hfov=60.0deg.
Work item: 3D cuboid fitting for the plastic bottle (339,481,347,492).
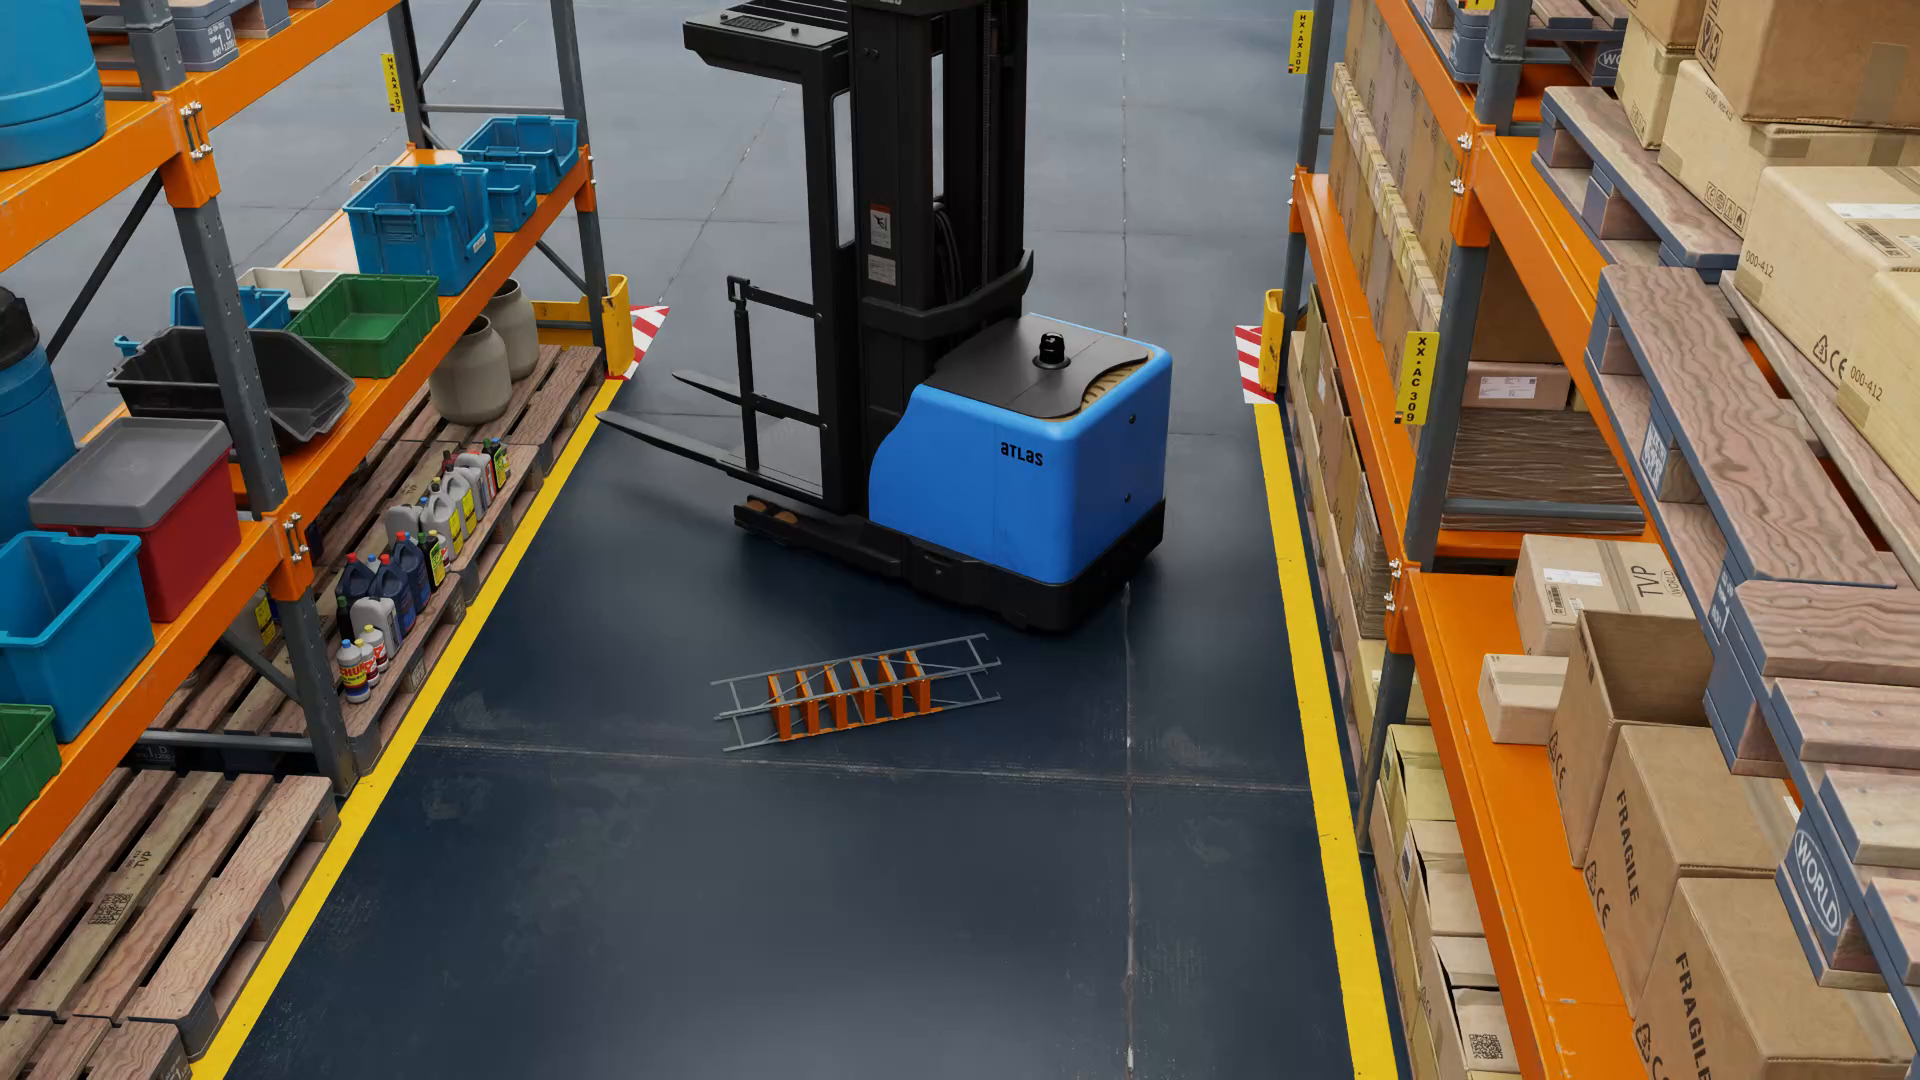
[{"bbox_3d":[-3.090,-0.375,8.169,0.061,0.283,0.133,3,32,5],"label":"plastic bottle"}]

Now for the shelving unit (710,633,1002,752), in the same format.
[{"bbox_3d":[-0.432,0.639,7.027,1.200,0.189,0.258,-9,33,-14],"label":"shelving unit"}]

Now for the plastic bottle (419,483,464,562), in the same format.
[{"bbox_3d":[-2.392,-0.090,7.642,0.144,0.351,0.185,2,32,4],"label":"plastic bottle"}]

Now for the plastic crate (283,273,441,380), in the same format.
[{"bbox_3d":[-2.529,-0.912,7.073,0.450,0.188,0.662,2,32,4],"label":"plastic crate"}]

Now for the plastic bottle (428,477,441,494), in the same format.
[{"bbox_3d":[-2.493,-0.206,7.973,0.097,0.201,0.097,0,32,0],"label":"plastic bottle"}]

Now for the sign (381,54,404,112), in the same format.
[{"bbox_3d":[-3.143,-2.540,9.249,0.100,0.325,0.005,2,32,4],"label":"sign"}]

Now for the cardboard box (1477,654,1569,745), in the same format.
[{"bbox_3d":[1.740,0.470,4.867,0.380,0.149,0.250,2,32,4],"label":"cardboard box"}]

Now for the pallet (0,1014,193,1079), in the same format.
[{"bbox_3d":[-3.043,1.934,4.910,1.003,0.211,1.213,2,32,4],"label":"pallet"}]

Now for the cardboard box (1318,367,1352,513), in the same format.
[{"bbox_3d":[1.951,-0.455,7.635,0.500,0.500,0.500,2,32,4],"label":"cardboard box"}]

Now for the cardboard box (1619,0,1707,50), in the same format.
[{"bbox_3d":[1.926,-1.481,3.964,0.500,0.500,0.500,3,32,5],"label":"cardboard box"}]

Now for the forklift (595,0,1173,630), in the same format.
[{"bbox_3d":[-0.518,-1.430,7.776,3.031,2.935,1.130,19,37,28],"label":"forklift"}]

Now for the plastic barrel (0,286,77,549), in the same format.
[{"bbox_3d":[-3.255,-0.329,5.447,0.600,0.901,0.708,2,32,4],"label":"plastic barrel"}]

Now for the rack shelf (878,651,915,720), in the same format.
[{"bbox_3d":[-0.274,0.613,7.067,0.103,0.180,0.258,-9,33,-14],"label":"rack shelf"}]

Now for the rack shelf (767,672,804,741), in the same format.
[{"bbox_3d":[-0.734,0.688,6.950,0.103,0.180,0.258,-9,33,-14],"label":"rack shelf"}]

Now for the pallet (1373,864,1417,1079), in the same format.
[{"bbox_3d":[1.994,1.483,5.643,1.003,0.211,1.213,2,32,4],"label":"pallet"}]

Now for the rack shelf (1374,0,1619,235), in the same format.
[{"bbox_3d":[2.178,-2.108,6.638,1.077,0.370,4.000,2,32,4],"label":"rack shelf"}]

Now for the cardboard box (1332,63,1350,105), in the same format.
[{"bbox_3d":[2.095,-2.306,8.418,0.380,0.149,0.250,2,32,4],"label":"cardboard box"}]

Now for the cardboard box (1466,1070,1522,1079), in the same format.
[{"bbox_3d":[1.610,1.671,4.365,0.500,0.311,0.500,3,32,5],"label":"cardboard box"}]

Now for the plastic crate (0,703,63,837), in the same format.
[{"bbox_3d":[-2.782,0.708,4.444,0.450,0.188,0.662,2,32,4],"label":"plastic crate"}]

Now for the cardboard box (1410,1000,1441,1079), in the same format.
[{"bbox_3d":[1.653,1.639,4.952,0.500,0.250,0.500,2,32,2],"label":"cardboard box"}]

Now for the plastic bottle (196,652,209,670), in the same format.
[{"bbox_3d":[-3.211,0.399,6.914,0.061,0.283,0.133,4,32,6],"label":"plastic bottle"}]

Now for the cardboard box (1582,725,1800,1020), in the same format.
[{"bbox_3d":[1.853,0.805,3.990,0.500,0.500,0.500,3,32,4],"label":"cardboard box"}]

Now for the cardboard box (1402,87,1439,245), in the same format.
[{"bbox_3d":[2.127,-1.444,6.403,0.700,0.500,0.500,2,32,4],"label":"cardboard box"}]

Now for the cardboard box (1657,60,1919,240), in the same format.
[{"bbox_3d":[1.914,-0.874,3.693,0.500,0.250,0.500,0,32,-1],"label":"cardboard box"}]

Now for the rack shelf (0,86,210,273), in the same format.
[{"bbox_3d":[-3.084,-0.230,3.590,1.077,0.370,4.000,2,32,4],"label":"rack shelf"}]

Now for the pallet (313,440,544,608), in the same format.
[{"bbox_3d":[-2.728,-0.107,8.222,1.003,0.211,1.213,2,32,4],"label":"pallet"}]

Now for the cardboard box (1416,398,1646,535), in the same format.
[{"bbox_3d":[2.045,-0.366,5.890,0.700,0.500,0.500,2,32,3],"label":"cardboard box"}]

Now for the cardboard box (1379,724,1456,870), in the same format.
[{"bbox_3d":[1.734,0.867,5.670,0.500,0.311,0.500,3,32,4],"label":"cardboard box"}]

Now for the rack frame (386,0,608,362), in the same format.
[{"bbox_3d":[-2.595,-2.396,9.279,1.000,3.000,0.127,2,32,4],"label":"rack frame"}]

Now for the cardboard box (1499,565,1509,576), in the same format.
[{"bbox_3d":[2.398,0.090,6.750,0.500,0.500,0.500,2,32,4],"label":"cardboard box"}]

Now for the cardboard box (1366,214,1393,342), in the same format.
[{"bbox_3d":[2.167,-1.172,7.198,0.700,0.500,0.500,3,32,5],"label":"cardboard box"}]

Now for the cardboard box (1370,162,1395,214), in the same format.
[{"bbox_3d":[1.969,-1.502,7.114,0.380,0.149,0.250,3,32,4],"label":"cardboard box"}]

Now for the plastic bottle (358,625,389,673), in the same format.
[{"bbox_3d":[-2.442,0.445,6.917,0.097,0.201,0.097,0,32,0],"label":"plastic bottle"}]

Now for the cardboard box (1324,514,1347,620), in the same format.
[{"bbox_3d":[1.912,0.126,7.408,0.500,0.250,0.500,2,32,4],"label":"cardboard box"}]

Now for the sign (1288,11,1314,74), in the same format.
[{"bbox_3d":[1.788,-2.612,8.728,0.100,0.325,0.005,2,32,4],"label":"sign"}]

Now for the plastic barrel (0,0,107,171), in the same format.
[{"bbox_3d":[-2.746,-1.520,4.520,0.600,0.901,0.708,2,32,4],"label":"plastic barrel"}]

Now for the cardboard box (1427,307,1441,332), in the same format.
[{"bbox_3d":[1.846,-0.690,5.798,0.380,0.149,0.250,2,32,3],"label":"cardboard box"}]

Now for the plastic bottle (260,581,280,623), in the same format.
[{"bbox_3d":[-2.991,0.211,7.225,0.152,0.276,0.135,2,32,4],"label":"plastic bottle"}]

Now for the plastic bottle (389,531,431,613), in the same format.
[{"bbox_3d":[-2.426,0.133,7.281,0.144,0.351,0.185,1,32,2],"label":"plastic bottle"}]

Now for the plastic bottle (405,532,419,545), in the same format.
[{"bbox_3d":[-2.452,0.088,7.429,0.097,0.271,0.097,0,32,0],"label":"plastic bottle"}]

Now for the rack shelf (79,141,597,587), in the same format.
[{"bbox_3d":[-2.758,-1.044,7.771,1.077,0.370,4.000,2,32,4],"label":"rack shelf"}]

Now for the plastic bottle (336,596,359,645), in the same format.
[{"bbox_3d":[-2.565,0.342,7.006,0.061,0.283,0.133,2,32,4],"label":"plastic bottle"}]

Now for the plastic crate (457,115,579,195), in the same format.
[{"bbox_3d":[-2.338,-2.059,8.873,0.499,0.251,0.616,2,32,4],"label":"plastic crate"}]

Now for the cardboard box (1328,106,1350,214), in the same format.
[{"bbox_3d":[2.290,-1.982,8.511,0.700,0.500,0.500,2,32,4],"label":"cardboard box"}]

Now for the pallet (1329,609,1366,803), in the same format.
[{"bbox_3d":[2.122,0.682,6.942,1.003,0.211,1.213,2,32,4],"label":"pallet"}]

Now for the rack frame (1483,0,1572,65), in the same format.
[{"bbox_3d":[2.015,-2.645,3.965,1.000,3.000,0.127,2,32,4],"label":"rack frame"}]

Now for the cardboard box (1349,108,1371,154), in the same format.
[{"bbox_3d":[2.031,-1.905,7.769,0.380,0.149,0.250,2,32,3],"label":"cardboard box"}]

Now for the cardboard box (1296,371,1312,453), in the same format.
[{"bbox_3d":[2.039,-0.658,8.680,0.500,0.250,0.500,2,32,4],"label":"cardboard box"}]

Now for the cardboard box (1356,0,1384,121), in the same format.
[{"bbox_3d":[2.249,-2.231,7.680,0.700,0.500,0.500,2,32,3],"label":"cardboard box"}]

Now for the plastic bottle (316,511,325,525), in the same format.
[{"bbox_3d":[-3.098,-0.174,7.922,0.097,0.201,0.097,0,32,0],"label":"plastic bottle"}]

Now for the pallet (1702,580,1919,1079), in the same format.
[{"bbox_3d":[1.656,0.445,1.989,1.213,0.211,1.003,4,32,6],"label":"pallet"}]

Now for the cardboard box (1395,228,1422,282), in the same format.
[{"bbox_3d":[1.909,-1.093,6.451,0.380,0.149,0.250,2,32,4],"label":"cardboard box"}]

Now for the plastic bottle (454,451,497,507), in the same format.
[{"bbox_3d":[-2.356,-0.314,8.078,0.152,0.276,0.135,3,32,4],"label":"plastic bottle"}]
